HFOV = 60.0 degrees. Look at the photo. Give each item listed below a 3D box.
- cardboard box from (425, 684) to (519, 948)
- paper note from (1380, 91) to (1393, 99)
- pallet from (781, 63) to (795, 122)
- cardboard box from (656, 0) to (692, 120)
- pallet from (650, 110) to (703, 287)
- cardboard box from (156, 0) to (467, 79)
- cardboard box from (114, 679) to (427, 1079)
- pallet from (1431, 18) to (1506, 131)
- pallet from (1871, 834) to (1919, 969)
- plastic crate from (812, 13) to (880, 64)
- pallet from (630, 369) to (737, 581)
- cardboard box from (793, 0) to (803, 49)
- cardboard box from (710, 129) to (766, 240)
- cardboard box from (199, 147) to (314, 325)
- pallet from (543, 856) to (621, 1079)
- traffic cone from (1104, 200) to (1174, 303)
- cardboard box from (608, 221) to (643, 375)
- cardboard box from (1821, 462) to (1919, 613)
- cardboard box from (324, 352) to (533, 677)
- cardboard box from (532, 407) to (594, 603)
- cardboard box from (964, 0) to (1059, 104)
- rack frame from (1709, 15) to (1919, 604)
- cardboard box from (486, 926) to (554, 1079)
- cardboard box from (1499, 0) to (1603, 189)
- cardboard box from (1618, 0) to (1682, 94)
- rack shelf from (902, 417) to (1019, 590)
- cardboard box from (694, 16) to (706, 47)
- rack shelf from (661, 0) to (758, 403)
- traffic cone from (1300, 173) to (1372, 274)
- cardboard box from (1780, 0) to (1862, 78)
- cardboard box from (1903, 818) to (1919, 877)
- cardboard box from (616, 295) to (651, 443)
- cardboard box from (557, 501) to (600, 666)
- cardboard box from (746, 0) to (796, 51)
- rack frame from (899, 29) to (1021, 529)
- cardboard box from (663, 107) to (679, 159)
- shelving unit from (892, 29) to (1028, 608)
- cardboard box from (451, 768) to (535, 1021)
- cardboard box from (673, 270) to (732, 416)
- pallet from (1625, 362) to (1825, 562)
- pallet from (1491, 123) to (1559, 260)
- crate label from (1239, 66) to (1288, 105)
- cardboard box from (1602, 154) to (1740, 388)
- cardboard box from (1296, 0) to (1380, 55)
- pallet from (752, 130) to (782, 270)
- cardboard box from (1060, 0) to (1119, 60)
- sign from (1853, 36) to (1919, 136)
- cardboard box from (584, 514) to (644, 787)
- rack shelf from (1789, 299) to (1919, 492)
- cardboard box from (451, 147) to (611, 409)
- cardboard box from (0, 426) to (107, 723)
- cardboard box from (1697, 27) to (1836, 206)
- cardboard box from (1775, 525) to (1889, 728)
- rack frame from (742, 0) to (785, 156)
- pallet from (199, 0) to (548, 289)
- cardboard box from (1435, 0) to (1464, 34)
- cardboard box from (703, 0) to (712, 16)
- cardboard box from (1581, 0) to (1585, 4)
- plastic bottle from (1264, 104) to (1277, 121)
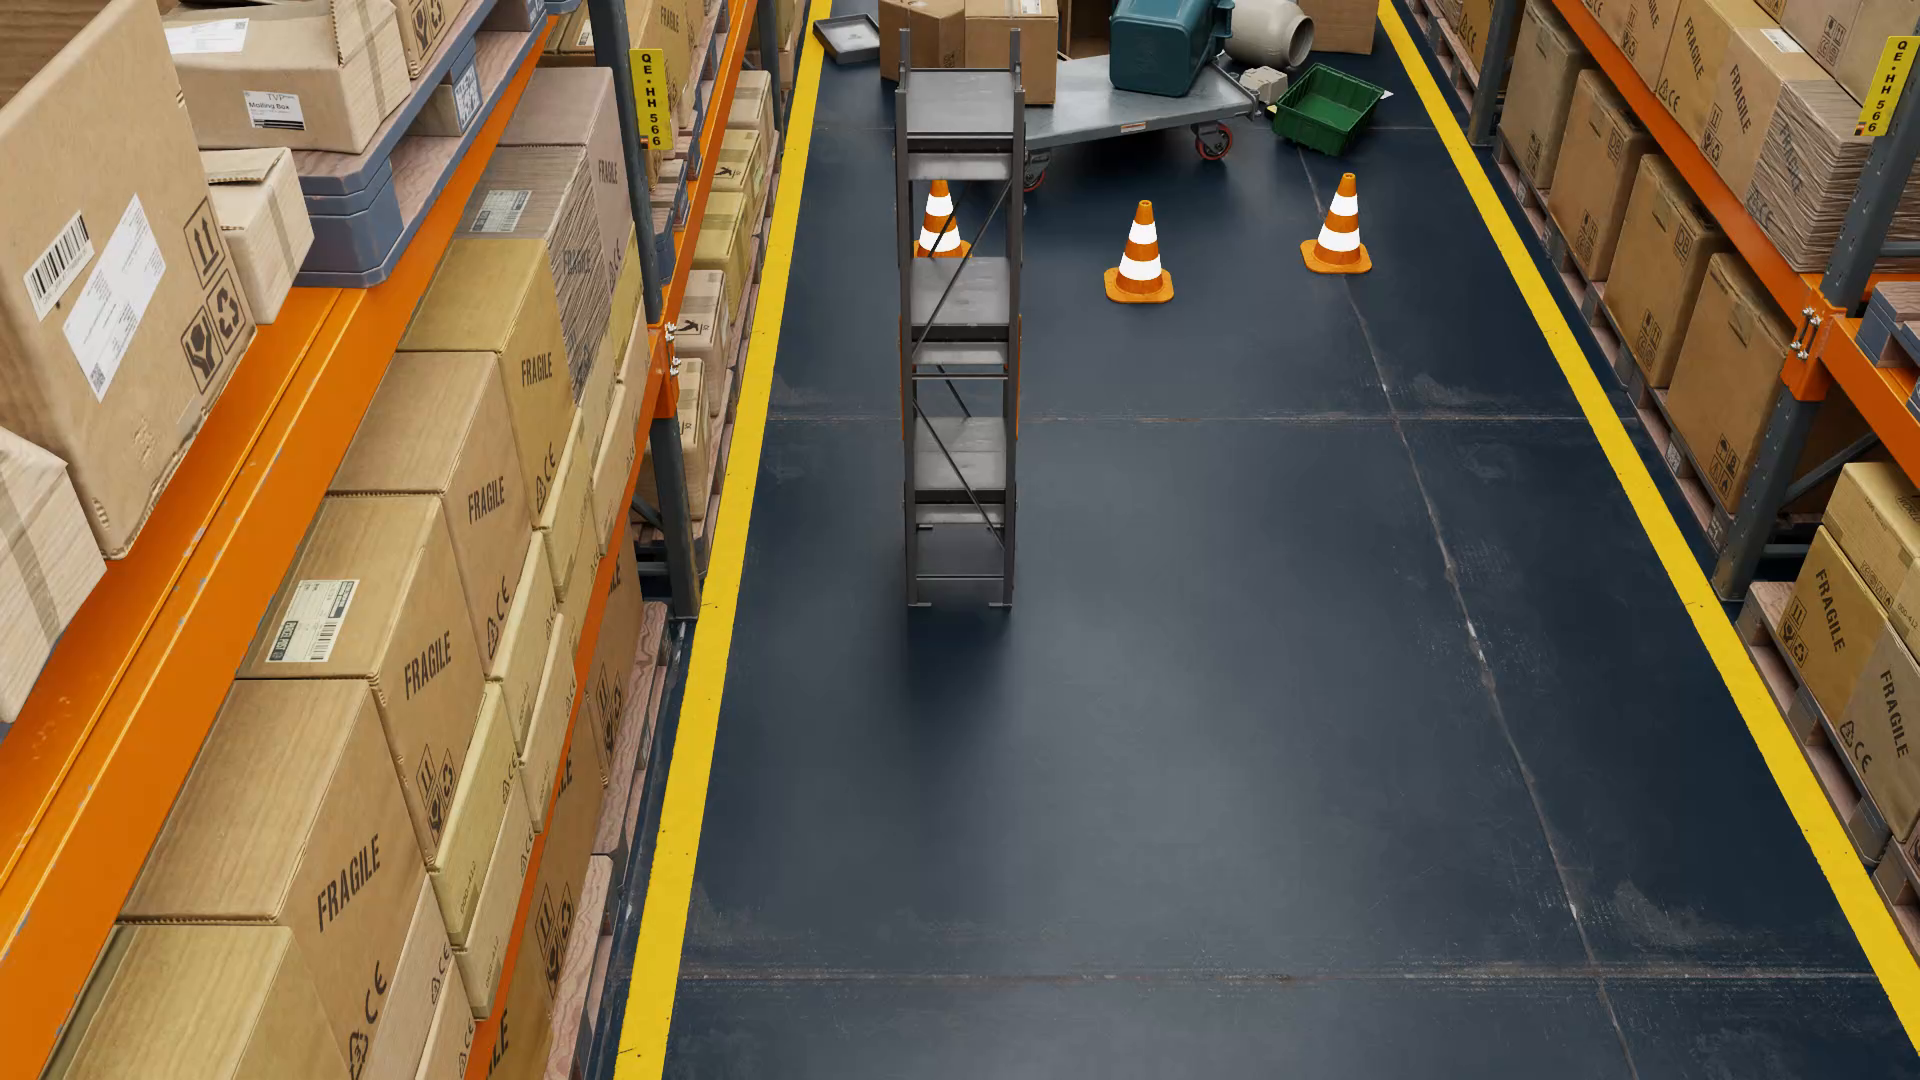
[{"bbox_3d":[-1.219,0.551,3.384,0.500,0.250,0.500,0,39,1],"label":"cardboard box"},{"bbox_3d":[2.537,-2.727,10.128,0.147,0.020,0.142,-28,46,-30],"label":"paper note"},{"bbox_3d":[-1.543,-2.731,9.989,1.003,0.211,1.213,0,39,0],"label":"pallet"},{"bbox_3d":[-1.279,-1.824,5.973,0.500,0.500,0.500,2,39,2],"label":"cardboard box"},{"bbox_3d":[-1.610,-1.268,6.087,1.213,0.211,1.003,0,39,0],"label":"pallet"},{"bbox_3d":[-1.210,-1.169,2.995,0.500,0.500,0.500,0,39,0],"label":"cardboard box"},{"bbox_3d":[-1.239,0.581,2.746,0.500,0.500,0.500,0,39,0],"label":"cardboard box"},{"bbox_3d":[3.520,-2.853,10.141,1.003,0.211,1.213,0,39,0],"label":"pallet"},{"bbox_3d":[3.445,1.374,4.867,1.003,0.211,1.213,0,39,0],"label":"pallet"},{"bbox_3d":[-0.689,-3.242,10.731,0.402,0.080,0.583,-13,40,-16],"label":"plastic crate"},{"bbox_3d":[-1.502,-0.298,6.953,1.003,0.211,1.213,0,39,0],"label":"pallet"},{"bbox_3d":[-1.250,-3.193,10.198,0.500,0.250,0.500,2,39,3],"label":"cardboard box"},{"bbox_3d":[-1.500,-1.760,8.313,0.950,0.372,0.625,2,39,3],"label":"cardboard box"},{"bbox_3d":[-1.149,-0.431,2.341,0.380,0.166,0.250,-3,39,-3],"label":"cardboard box"},{"bbox_3d":[-1.578,1.445,4.778,1.003,0.211,1.213,0,39,0],"label":"pallet"},{"bbox_3d":[0.895,-1.454,8.194,0.336,0.463,0.334,0,39,0],"label":"traffic cone"},{"bbox_3d":[-1.248,-0.731,4.984,0.500,0.250,0.500,0,39,0],"label":"cardboard box"},{"bbox_3d":[3.206,-0.014,5.432,0.500,0.250,0.500,-2,39,-2],"label":"cardboard box"},{"bbox_3d":[-1.244,-0.056,3.541,0.500,0.500,0.500,-1,39,-1],"label":"cardboard box"},{"bbox_3d":[-1.222,-0.090,4.184,0.500,0.250,0.500,-1,39,-1],"label":"cardboard box"},{"bbox_3d":[0.273,-2.739,9.162,0.500,0.500,0.500,0,39,0],"label":"cardboard box"},{"bbox_3d":[3.448,-0.964,5.554,1.000,3.000,0.127,0,39,0],"label":"rack frame"},{"bbox_3d":[-1.587,1.317,4.071,0.875,0.875,0.875,1,39,1],"label":"cardboard box"},{"bbox_3d":[3.534,-2.363,8.764,1.050,0.750,0.750,0,39,0],"label":"cardboard box"},{"bbox_3d":[3.174,-2.230,7.054,0.500,0.500,0.500,1,39,1],"label":"cardboard box"},{"bbox_3d":[0.000,-0.159,6.410,0.431,0.518,0.480,0,39,0],"label":"rack shelf"},{"bbox_3d":[-1.270,-2.177,6.933,0.380,0.149,0.250,1,39,1],"label":"cardboard box"},{"bbox_3d":[-1.505,-1.867,7.257,1.077,0.370,4.000,0,39,0],"label":"rack shelf"},{"bbox_3d":[1.934,-1.636,8.421,0.336,0.463,0.334,0,39,0],"label":"traffic cone"},{"bbox_3d":[3.455,-1.990,5.955,0.700,0.500,0.500,-1,39,-1],"label":"cardboard box"},{"bbox_3d":[3.203,0.925,4.860,0.500,0.500,0.500,-1,39,-1],"label":"cardboard box"},{"bbox_3d":[-1.242,-0.523,5.124,0.500,0.250,0.500,-1,39,-2],"label":"cardboard box"},{"bbox_3d":[-1.241,0.112,4.332,0.500,0.250,0.500,0,39,-1],"label":"cardboard box"},{"bbox_3d":[-1.238,-3.151,9.547,0.500,0.500,0.500,2,39,2],"label":"cardboard box"},{"bbox_3d":[0.000,-0.868,6.155,0.400,2.100,0.015,0,39,0],"label":"rack frame"},{"bbox_3d":[-1.238,-1.515,6.106,0.380,0.149,0.250,-2,39,-3],"label":"cardboard box"},{"bbox_3d":[0.000,-0.716,5.964,0.431,2.100,0.503,0,39,0],"label":"shelving unit"},{"bbox_3d":[-1.221,0.743,3.544,0.500,0.250,0.500,0,39,0],"label":"cardboard box"},{"bbox_3d":[-1.502,-0.851,7.178,0.950,0.372,0.625,-1,39,-1],"label":"cardboard box"},{"bbox_3d":[3.522,-0.369,7.042,1.003,0.211,1.213,0,39,0],"label":"pallet"},{"bbox_3d":[3.519,-1.895,8.946,1.003,0.211,1.213,0,39,0],"label":"pallet"},{"bbox_3d":[1.840,-2.765,10.091,0.298,0.136,0.250,-28,46,-30],"label":"crate label"},{"bbox_3d":[3.532,-1.178,7.284,1.050,0.750,0.750,1,39,1],"label":"cardboard box"},{"bbox_3d":[2.415,-3.461,10.667,0.500,0.500,0.500,6,39,8],"label":"cardboard box"},{"bbox_3d":[-1.505,-1.824,8.857,1.003,0.211,1.213,0,39,0],"label":"pallet"},{"bbox_3d":[1.031,-3.298,10.354,0.797,0.637,0.503,0,39,0],"label":"cardboard box"},{"bbox_3d":[2.892,-1.413,5.189,0.100,0.325,0.005,0,39,0],"label":"sign"},{"bbox_3d":[-1.585,0.200,5.465,0.875,0.875,0.875,0,39,0],"label":"cardboard box"},{"bbox_3d":[3.450,0.567,4.219,1.077,0.370,4.000,0,39,0],"label":"rack shelf"},{"bbox_3d":[-1.231,-0.683,4.324,0.500,0.500,0.500,1,39,1],"label":"cardboard box"},{"bbox_3d":[-1.148,0.009,1.713,0.396,0.266,0.258,0,39,0],"label":"cardboard box"},{"bbox_3d":[3.179,-1.596,6.264,0.500,0.500,0.500,0,39,0],"label":"cardboard box"},{"bbox_3d":[3.193,0.290,5.653,0.500,0.500,0.500,-2,39,-2],"label":"cardboard box"},{"bbox_3d":[-1.507,-3.399,8.592,1.000,3.000,0.127,0,39,0],"label":"rack frame"},{"bbox_3d":[-1.444,-0.892,3.217,1.003,0.211,1.213,2,39,2],"label":"pallet"},{"bbox_3d":[3.507,-3.757,10.403,0.875,0.875,0.875,0,39,0],"label":"cardboard box"},{"bbox_3d":[-1.279,-2.469,6.778,0.500,0.500,0.500,-1,39,-2],"label":"cardboard box"},{"bbox_3d":[3.176,-2.860,7.840,0.500,0.500,0.500,0,39,0],"label":"cardboard box"},{"bbox_3d":[1.933,-2.490,9.809,0.133,0.061,0.283,-20,43,-23],"label":"plastic bottle"}]
